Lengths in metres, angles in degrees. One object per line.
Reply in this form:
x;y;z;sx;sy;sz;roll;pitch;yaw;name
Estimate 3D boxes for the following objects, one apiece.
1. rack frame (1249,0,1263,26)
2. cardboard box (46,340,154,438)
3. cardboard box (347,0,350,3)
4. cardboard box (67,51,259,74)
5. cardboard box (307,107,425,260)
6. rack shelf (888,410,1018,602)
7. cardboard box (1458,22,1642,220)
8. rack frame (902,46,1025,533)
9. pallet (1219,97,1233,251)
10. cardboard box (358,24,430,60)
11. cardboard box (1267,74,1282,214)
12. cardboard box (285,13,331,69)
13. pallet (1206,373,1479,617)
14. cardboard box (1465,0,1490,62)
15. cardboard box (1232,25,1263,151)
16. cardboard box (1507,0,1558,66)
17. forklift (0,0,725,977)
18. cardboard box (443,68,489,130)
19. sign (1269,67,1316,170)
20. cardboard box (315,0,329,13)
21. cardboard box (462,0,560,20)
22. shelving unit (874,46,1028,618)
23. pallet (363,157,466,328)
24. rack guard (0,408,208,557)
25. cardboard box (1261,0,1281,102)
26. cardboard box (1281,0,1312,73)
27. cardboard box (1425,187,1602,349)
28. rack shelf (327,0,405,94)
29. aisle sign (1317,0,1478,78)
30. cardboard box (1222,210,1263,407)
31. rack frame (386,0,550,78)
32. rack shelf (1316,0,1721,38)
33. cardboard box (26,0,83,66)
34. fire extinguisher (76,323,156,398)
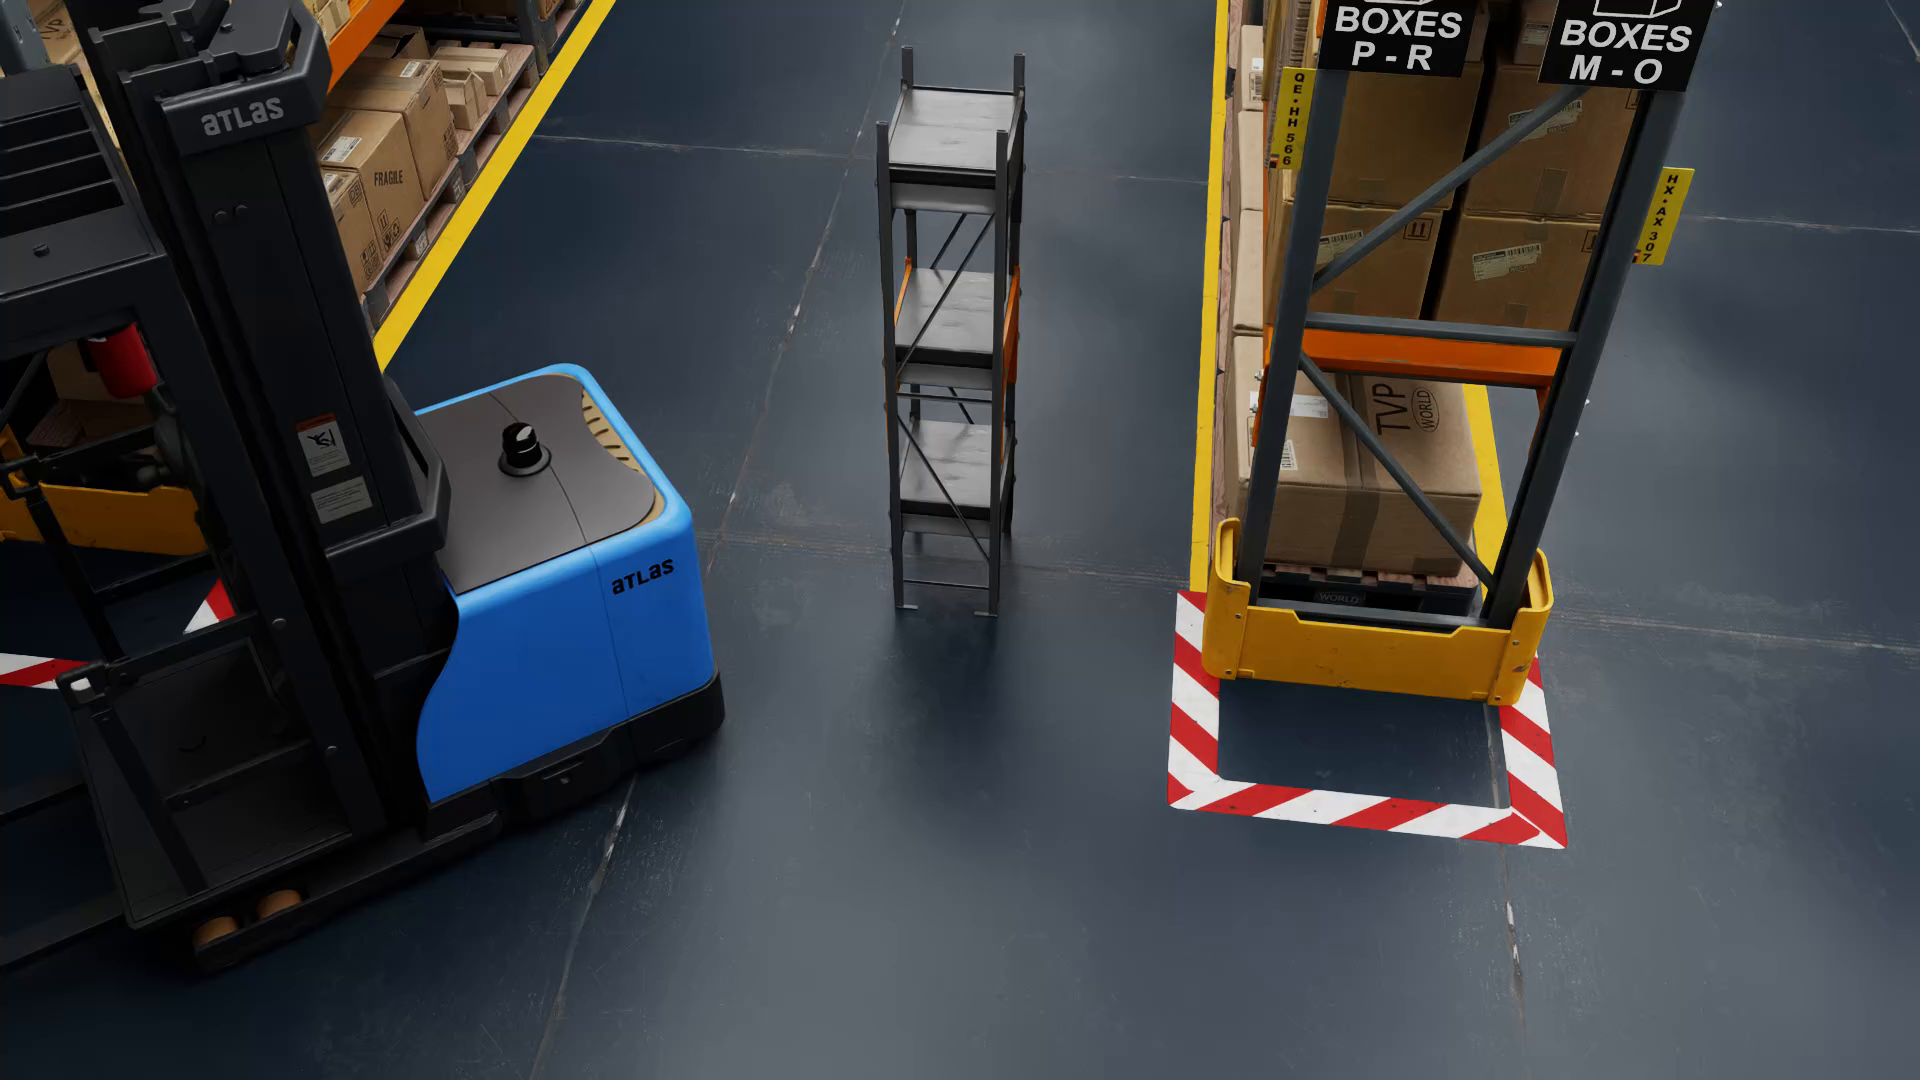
2.036;-3.385;8.144;1.000;3.000;0.127;5;44;6;rack frame
-3.238;-0.762;6.884;0.797;0.503;0.637;4;44;4;cardboard box
-2.898;-2.453;7.341;0.380;0.149;0.250;5;44;5;cardboard box
-3.020;-1.790;6.351;0.500;0.250;0.500;6;44;6;cardboard box
-2.918;-1.691;7.867;0.500;0.500;0.500;6;44;6;cardboard box
-0.022;-0.131;6.400;0.431;0.518;0.480;5;44;6;rack shelf
1.853;-1.360;5.205;0.500;0.500;0.500;4;44;5;cardboard box
0.010;-0.816;6.085;0.400;2.100;0.015;5;44;6;rack frame
1.858;-1.862;8.563;1.003;0.211;1.213;5;44;6;pallet
-3.206;-2.581;8.945;0.500;0.311;0.500;7;44;7;cardboard box
1.390;-1.389;5.963;0.500;0.500;0.500;4;44;5;cardboard box
-2.878;-2.089;6.958;0.380;0.149;0.250;4;44;4;cardboard box
1.536;-0.199;6.807;1.003;0.211;1.213;5;44;6;pallet
1.356;-1.557;4.941;0.380;0.149;0.250;6;44;6;cardboard box
1.847;-2.189;8.439;0.875;0.438;0.875;5;44;5;cardboard box
1.829;-1.511;4.892;0.380;0.149;0.250;6;44;6;cardboard box
-2.369;-0.120;4.745;3.031;2.935;1.130;-23;48;-22;forklift
-2.714;-2.344;8.727;0.396;0.266;0.258;7;44;7;cardboard box
0.971;-1.225;4.847;0.100;0.325;0.005;5;44;6;sign
-2.909;-2.486;7.087;0.500;0.250;0.500;4;44;4;cardboard box
-2.597;-3.388;9.659;0.500;0.500;0.500;7;44;7;cardboard box
-0.022;-0.650;5.909;0.431;2.100;0.503;5;44;6;shelving unit
-3.135;-1.520;8.202;1.003;0.211;1.213;5;44;6;pallet
-3.403;-0.252;6.653;1.175;0.500;0.348;5;44;6;rack guard
1.504;-2.094;6.707;0.500;0.500;0.500;6;44;7;cardboard box
1.375;-1.768;5.635;0.500;0.500;0.500;5;44;6;cardboard box
1.855;-0.997;5.548;0.500;0.500;0.500;5;44;5;cardboard box
-3.149;-2.210;7.425;1.077;0.370;4.000;5;44;6;rack shelf
1.191;-1.582;4.349;0.394;0.787;0.004;5;44;6;aisle sign
1.608;-0.965;7.145;0.875;0.438;0.875;6;44;7;cardboard box
-2.884;-3.834;8.618;1.000;3.000;0.127;5;44;6;rack frame
1.772;-2.850;5.920;1.077;0.370;4.000;5;44;6;rack shelf
-3.546;-1.850;6.415;0.500;0.250;0.500;5;44;6;cardboard box
-2.975;-0.802;5.743;0.296;0.674;0.183;5;44;6;fire extinguisher
